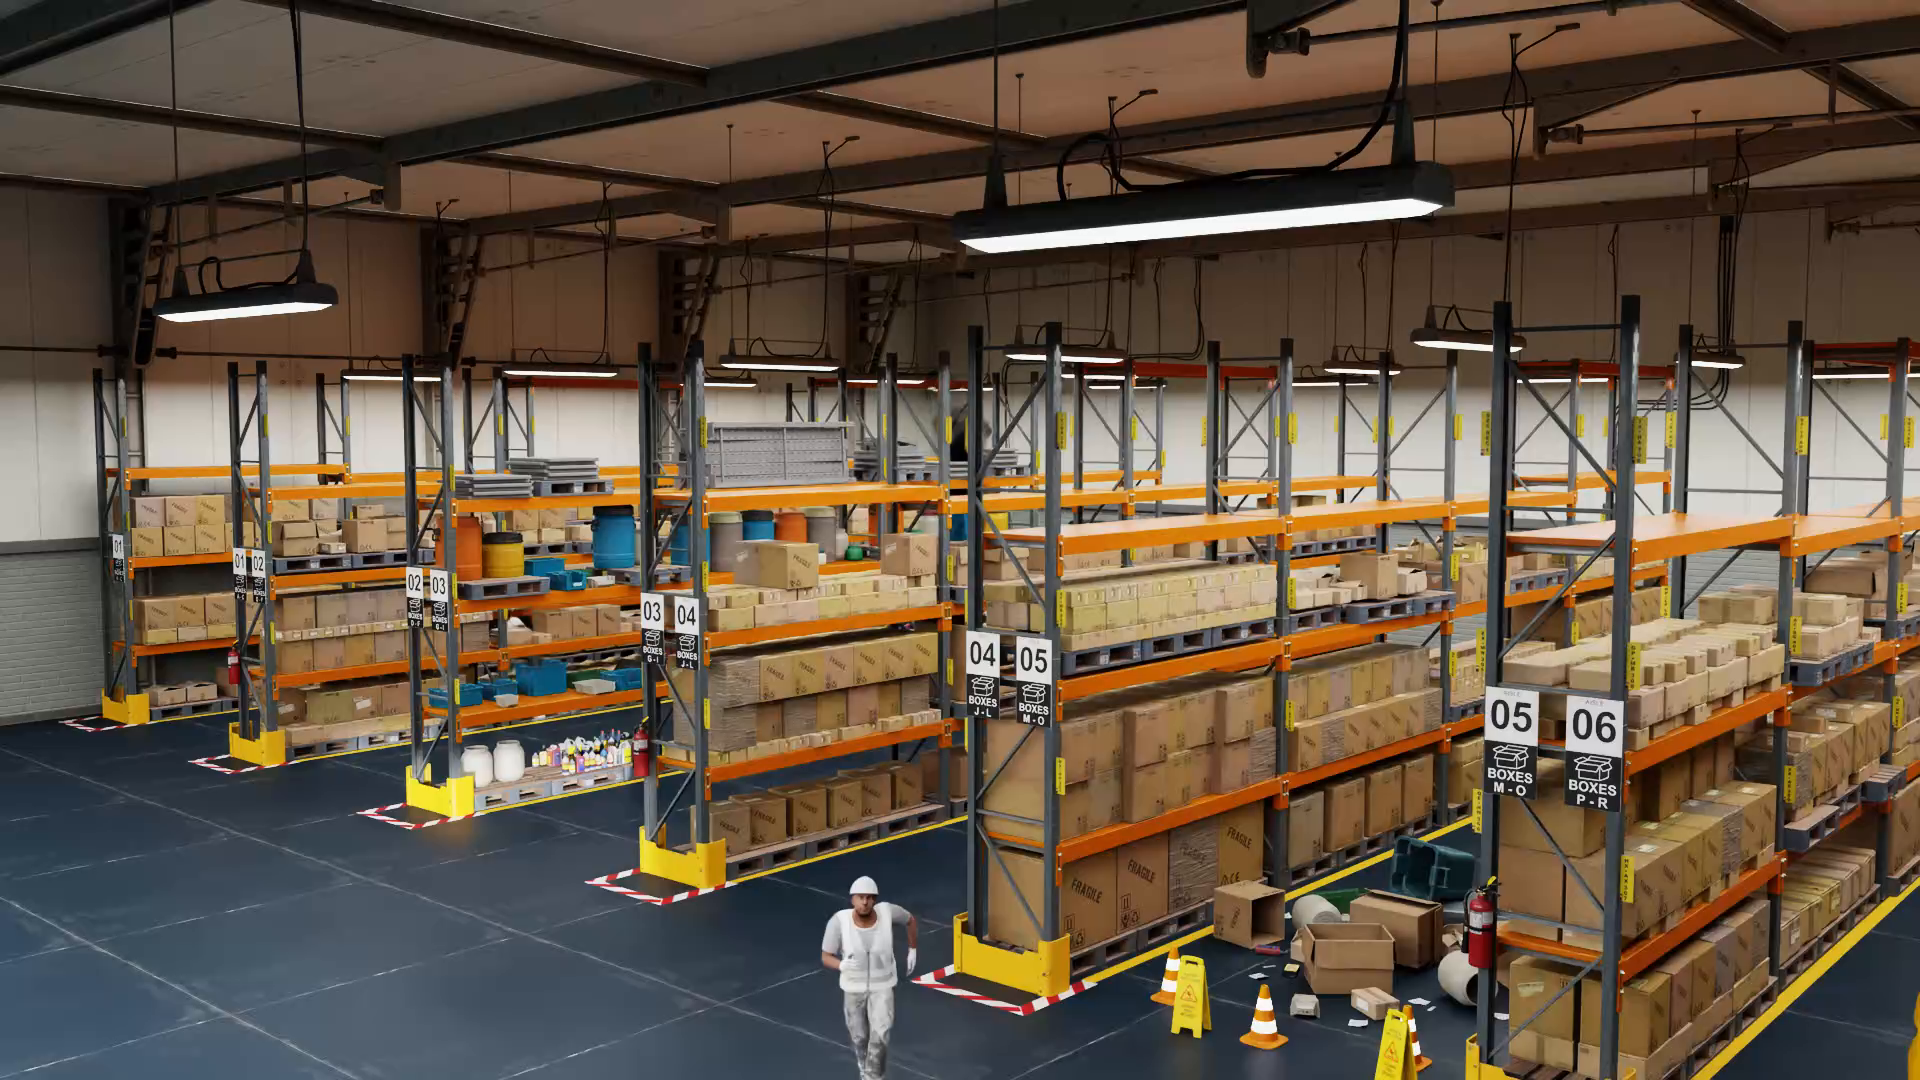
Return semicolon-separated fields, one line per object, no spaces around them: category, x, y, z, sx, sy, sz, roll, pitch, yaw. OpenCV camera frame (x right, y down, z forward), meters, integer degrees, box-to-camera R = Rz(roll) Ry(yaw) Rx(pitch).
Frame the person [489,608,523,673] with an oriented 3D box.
person;-8.416;2.027;30.867;0.674;1.721;0.569;3;5;39

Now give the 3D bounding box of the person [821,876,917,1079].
person;-0.676;3.357;12.438;0.718;1.752;0.813;0;4;-3
